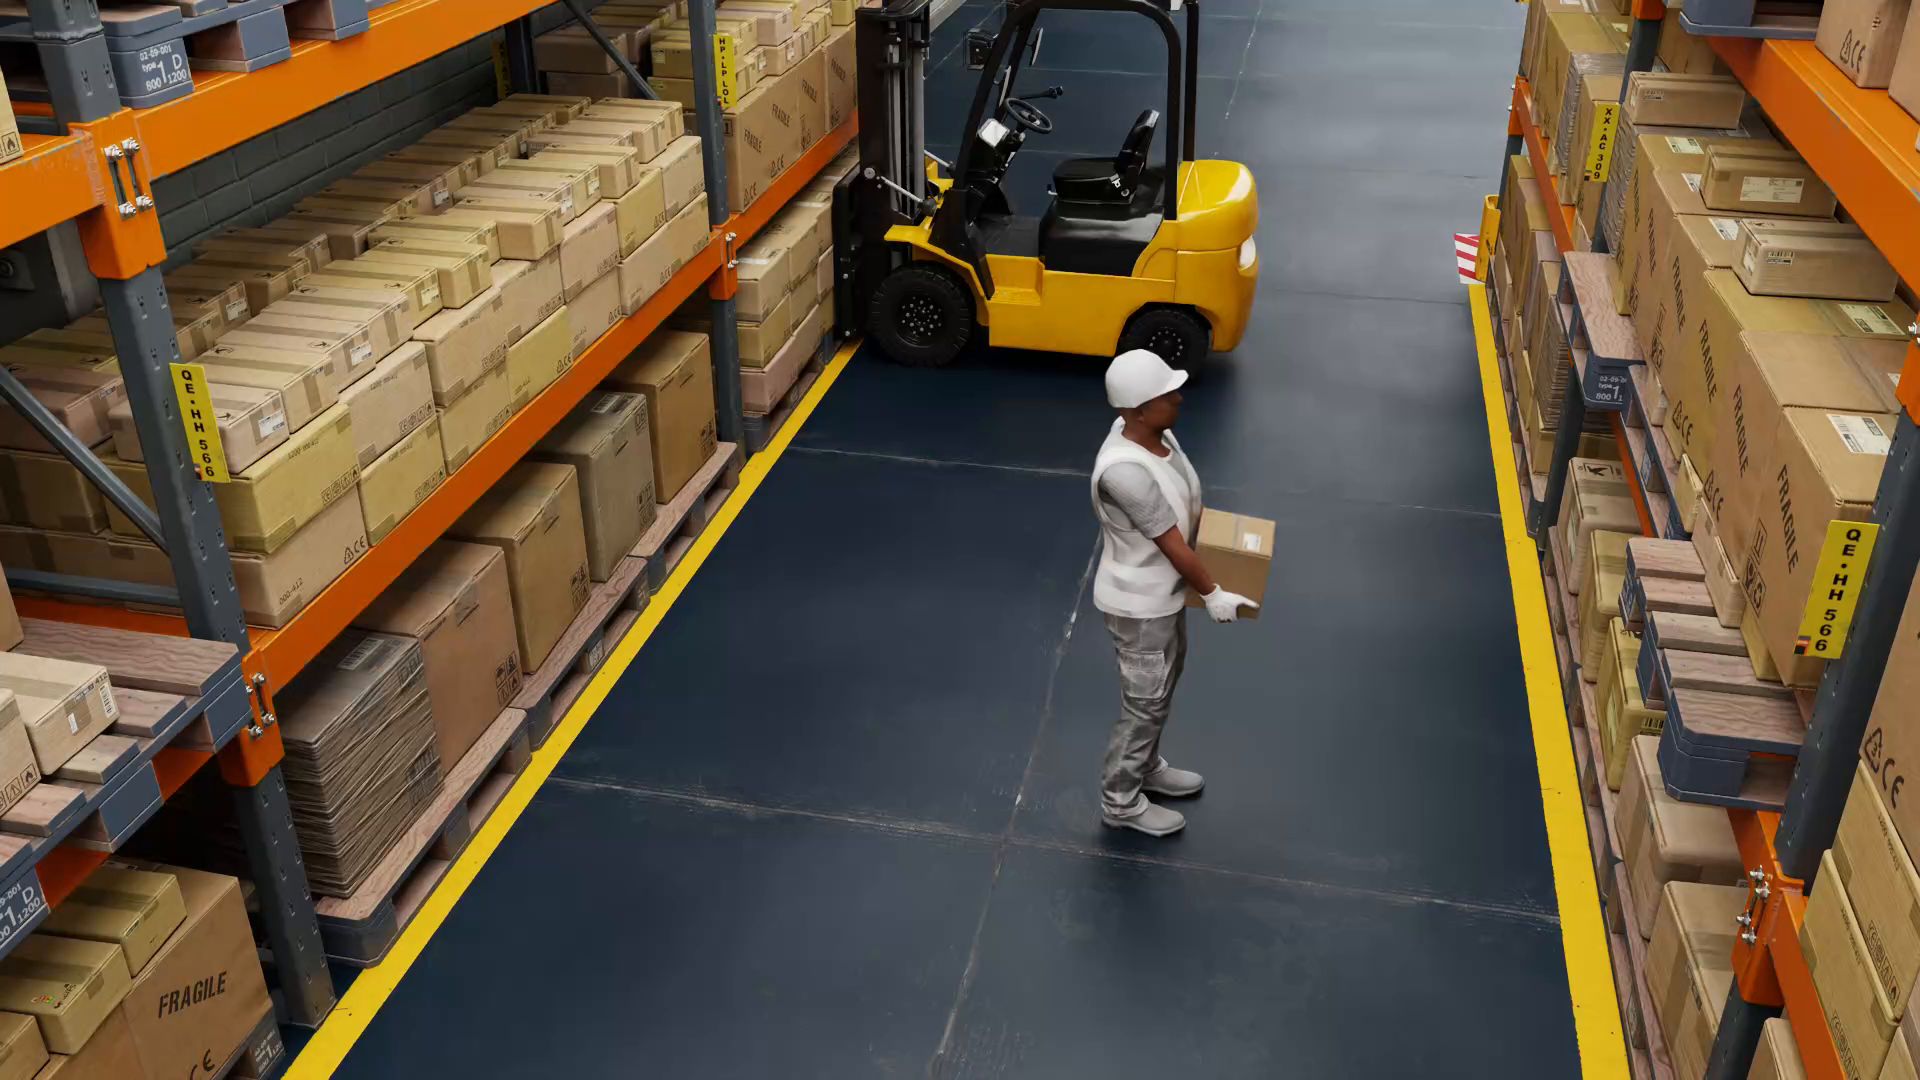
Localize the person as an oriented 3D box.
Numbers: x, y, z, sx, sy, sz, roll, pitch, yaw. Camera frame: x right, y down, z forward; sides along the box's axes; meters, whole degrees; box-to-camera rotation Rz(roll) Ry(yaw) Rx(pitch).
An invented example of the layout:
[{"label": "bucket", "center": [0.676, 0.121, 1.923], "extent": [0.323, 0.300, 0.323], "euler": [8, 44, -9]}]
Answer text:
[{"label": "person", "center": [0.743, 0.194, 5.753], "extent": [0.584, 1.778, 0.487], "euler": [6, 29, 11]}]
